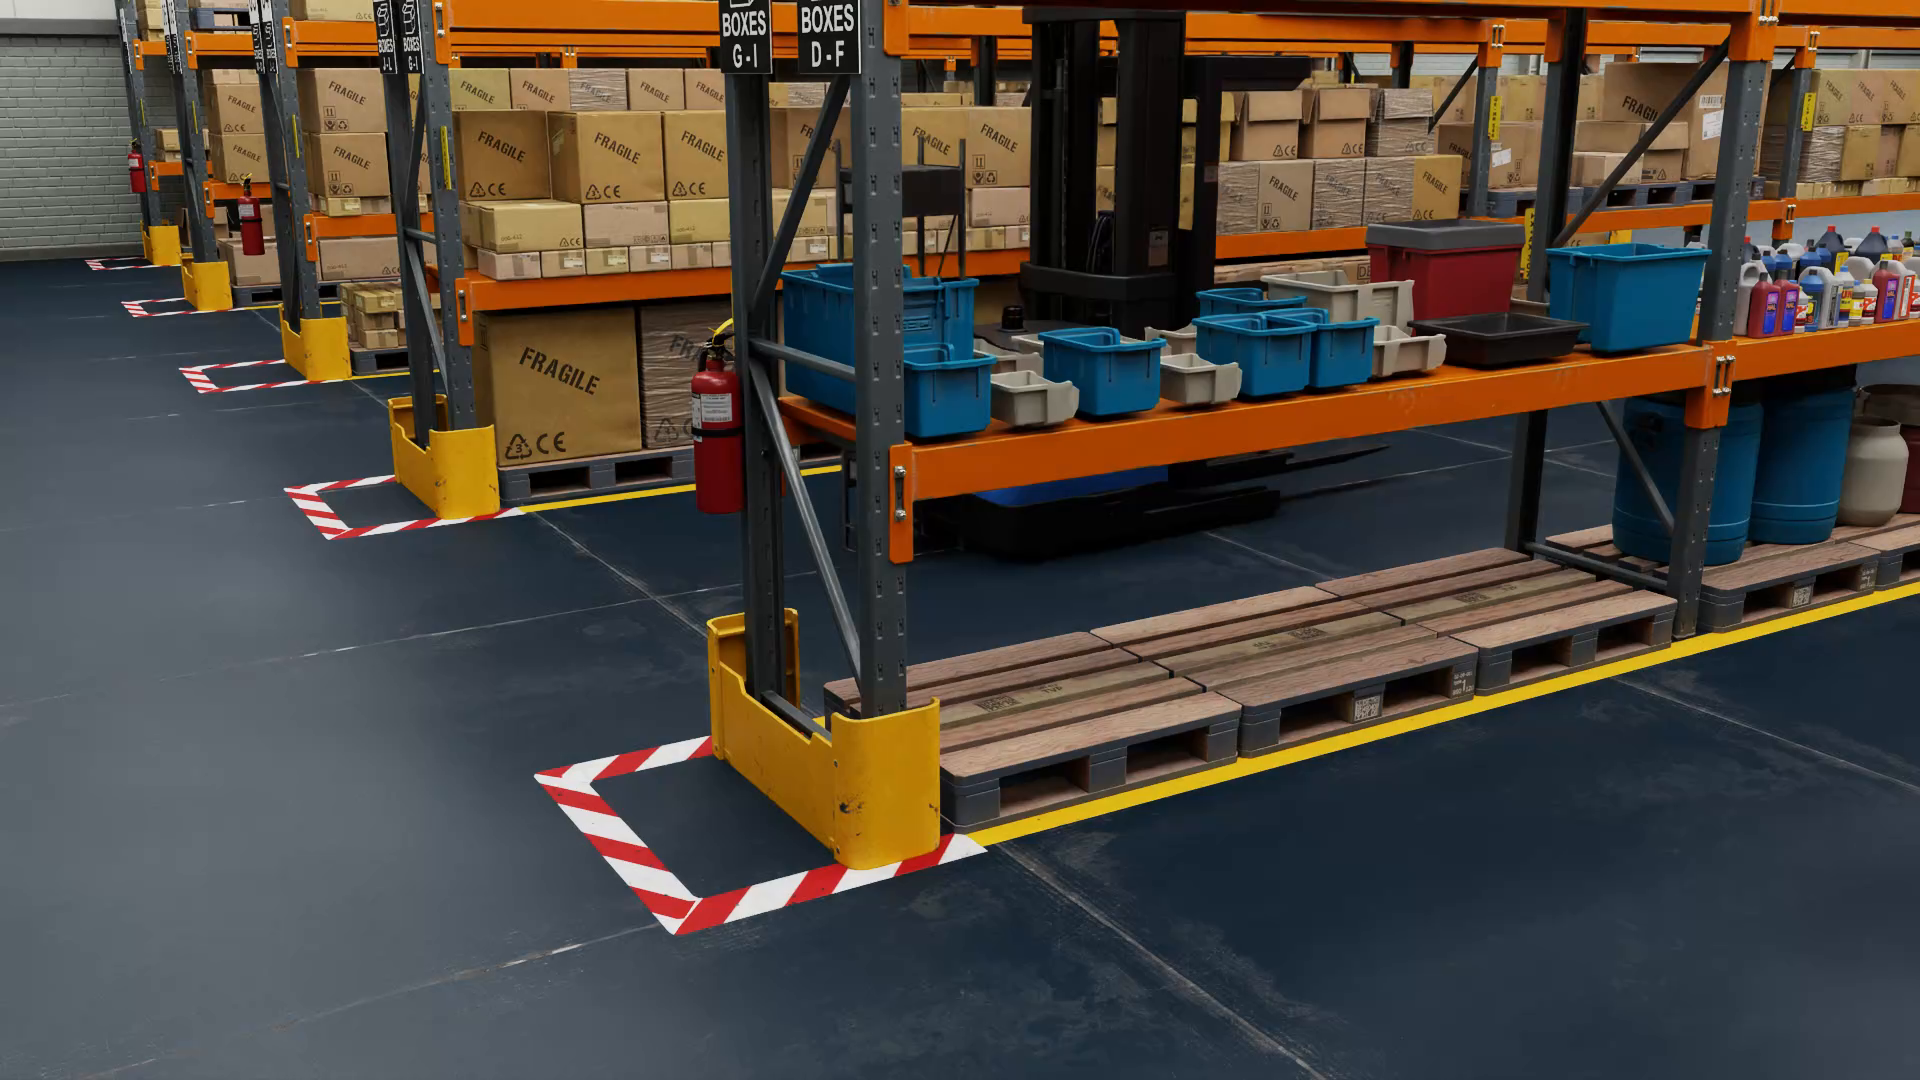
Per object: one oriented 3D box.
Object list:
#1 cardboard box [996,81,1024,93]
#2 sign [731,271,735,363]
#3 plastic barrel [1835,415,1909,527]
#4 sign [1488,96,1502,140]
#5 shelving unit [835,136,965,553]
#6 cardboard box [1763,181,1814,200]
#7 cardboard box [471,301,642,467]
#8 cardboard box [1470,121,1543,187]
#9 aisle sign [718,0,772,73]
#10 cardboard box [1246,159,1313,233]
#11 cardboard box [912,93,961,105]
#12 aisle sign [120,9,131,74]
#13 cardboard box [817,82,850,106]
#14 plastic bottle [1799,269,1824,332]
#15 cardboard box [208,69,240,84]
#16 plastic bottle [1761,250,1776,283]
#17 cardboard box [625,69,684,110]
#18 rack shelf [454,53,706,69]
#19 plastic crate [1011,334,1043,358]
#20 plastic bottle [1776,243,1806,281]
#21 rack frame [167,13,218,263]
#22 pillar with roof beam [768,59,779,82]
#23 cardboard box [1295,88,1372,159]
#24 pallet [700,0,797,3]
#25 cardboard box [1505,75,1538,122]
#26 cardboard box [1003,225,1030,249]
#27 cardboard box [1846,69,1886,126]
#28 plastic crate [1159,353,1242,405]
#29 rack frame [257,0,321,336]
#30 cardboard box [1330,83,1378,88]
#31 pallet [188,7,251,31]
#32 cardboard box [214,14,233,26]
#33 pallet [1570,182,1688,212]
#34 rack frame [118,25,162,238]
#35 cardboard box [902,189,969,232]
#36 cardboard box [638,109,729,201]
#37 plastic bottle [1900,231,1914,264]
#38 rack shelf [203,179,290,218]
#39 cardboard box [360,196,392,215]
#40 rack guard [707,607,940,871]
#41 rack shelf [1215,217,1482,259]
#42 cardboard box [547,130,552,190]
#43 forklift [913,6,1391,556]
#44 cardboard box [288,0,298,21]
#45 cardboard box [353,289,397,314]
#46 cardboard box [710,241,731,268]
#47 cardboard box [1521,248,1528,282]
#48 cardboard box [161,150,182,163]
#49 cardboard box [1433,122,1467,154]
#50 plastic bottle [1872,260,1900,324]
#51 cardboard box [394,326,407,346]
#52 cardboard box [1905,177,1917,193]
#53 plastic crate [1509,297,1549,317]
[{"bbox_3d":[0.694,-6.221,22.830,0.250,0.149,0.380,-8,18,-27],"label":"cardboard box"},{"bbox_3d":[-0.772,-0.771,5.799,0.005,0.325,0.100,-9,18,-30],"label":"sign"},{"bbox_3d":[4.566,-0.355,8.451,0.421,0.512,0.421,0,16,0],"label":"plastic barrel"},{"bbox_3d":[4.121,-3.254,12.817,0.005,0.325,0.100,-9,18,-30],"label":"sign"},{"bbox_3d":[-0.295,-0.955,8.426,0.503,2.100,0.431,-11,19,-33],"label":"shelving unit"},{"bbox_3d":[7.600,-3.220,15.306,0.250,0.149,0.380,-9,18,-30],"label":"cardboard box"},{"bbox_3d":[-2.518,-0.999,10.076,0.875,0.875,0.875,-9,18,-30],"label":"cardboard box"},{"bbox_3d":[4.701,-3.260,14.020,0.500,0.500,0.700,-6,17,-22],"label":"cardboard box"},{"bbox_3d":[-0.687,-1.876,5.230,0.004,0.787,0.394,-9,18,-30],"label":"aisle sign"},{"bbox_3d":[2.226,-2.536,12.213,0.500,0.500,0.500,-9,18,-29],"label":"cardboard box"},{"bbox_3d":[-0.324,-5.594,21.796,0.500,0.500,0.500,-8,18,-27],"label":"cardboard box"},{"bbox_3d":[-10.596,-6.328,21.110,0.004,0.787,0.394,-9,18,-30],"label":"aisle sign"},{"bbox_3d":[-1.580,-5.515,20.989,0.500,0.500,0.500,-10,18,-31],"label":"cardboard box"},{"bbox_3d":[3.775,-1.066,7.392,0.097,0.271,0.097,0,16,0],"label":"plastic bottle"},{"bbox_3d":[-7.682,-4.833,17.354,0.250,0.149,0.380,-9,18,-29],"label":"cardboard box"},{"bbox_3d":[3.951,-1.285,8.176,0.097,0.271,0.097,0,16,0],"label":"plastic bottle"},{"bbox_3d":[-2.768,-3.902,14.685,0.500,0.500,0.500,-10,18,-31],"label":"cardboard box"},{"bbox_3d":[-5.545,-7.086,24.405,4.000,0.370,1.077,-9,18,-30],"label":"rack shelf"},{"bbox_3d":[0.387,-0.661,6.088,0.243,0.136,0.396,-9,18,-30],"label":"plastic crate"},{"bbox_3d":[4.185,-1.365,8.450,0.135,0.276,0.152,-9,18,-30],"label":"plastic bottle"},{"bbox_3d":[-8.129,-4.006,17.642,0.127,3.000,1.000,-9,18,-30],"label":"rack frame"},{"bbox_3d":[-0.961,-8.548,22.732,0.400,9.000,9.100,-9,18,-30],"label":"pillar with roof beam"},{"bbox_3d":[2.637,-3.168,12.611,0.637,0.503,0.797,-9,18,-28],"label":"cardboard box"},{"bbox_3d":[-1.348,-3.391,10.055,1.213,0.211,1.003,-9,18,-30],"label":"pallet"},{"bbox_3d":[6.523,-5.400,20.338,0.500,0.550,0.875,-9,18,-30],"label":"cardboard box"},{"bbox_3d":[0.311,-2.030,11.059,0.250,0.149,0.380,-9,18,-29],"label":"cardboard box"},{"bbox_3d":[8.205,-4.127,15.487,0.500,0.500,0.500,-9,18,-30],"label":"cardboard box"},{"bbox_3d":[0.806,-0.547,5.680,0.298,0.136,0.250,-9,18,-30],"label":"plastic crate"},{"bbox_3d":[-5.493,-2.874,13.607,0.127,3.000,1.000,-9,18,-30],"label":"rack frame"},{"bbox_3d":[4.371,-5.002,19.158,0.500,0.500,0.700,-10,18,-31],"label":"cardboard box"},{"bbox_3d":[-7.499,-5.513,17.626,1.213,0.211,1.003,-9,18,-30],"label":"pallet"},{"bbox_3d":[-9.742,-6.743,21.576,0.500,0.250,0.500,-9,18,-29],"label":"cardboard box"},{"bbox_3d":[5.508,-3.017,14.471,1.213,0.211,1.003,-9,18,-30],"label":"pallet"},{"bbox_3d":[-10.689,-5.154,21.737,0.127,3.000,1.000,-9,18,-30],"label":"rack frame"},{"bbox_3d":[-0.282,-2.145,10.732,0.500,0.250,0.500,-9,18,-28],"label":"cardboard box"},{"bbox_3d":[-1.605,-2.292,9.867,0.500,0.500,0.500,-10,18,-31],"label":"cardboard box"},{"bbox_3d":[5.113,-1.533,9.037,0.133,0.283,0.061,-9,18,-30],"label":"plastic bottle"},{"bbox_3d":[-6.415,-3.937,18.731,4.000,0.370,1.077,-9,18,-30],"label":"rack shelf"},{"bbox_3d":[-4.850,-2.768,13.691,0.250,0.149,0.380,-8,18,-28],"label":"cardboard box"},{"bbox_3d":[-0.488,0.643,5.690,0.348,0.500,1.175,-9,18,-30],"label":"rack guard"},{"bbox_3d":[2.118,-2.201,12.535,4.000,0.370,1.077,-9,18,-30],"label":"rack shelf"},{"bbox_3d":[-3.660,-3.282,14.325,0.500,0.500,0.500,-10,18,-31],"label":"cardboard box"},{"bbox_3d":[1.195,-1.615,9.243,3.031,2.935,1.130,-11,19,-33],"label":"forklift"},{"bbox_3d":[-5.240,-4.371,13.666,0.500,0.250,0.500,-10,18,-31],"label":"cardboard box"},{"bbox_3d":[-4.869,-1.985,13.834,0.250,0.149,0.380,-10,19,-32],"label":"cardboard box"},{"bbox_3d":[-1.450,-1.744,10.040,0.250,0.149,0.380,-9,18,-30],"label":"cardboard box"},{"bbox_3d":[4.840,-2.370,14.235,0.500,0.250,0.500,-7,17,-23],"label":"cardboard box"},{"bbox_3d":[-10.266,-5.015,21.708,0.250,0.149,0.380,-9,18,-30],"label":"cardboard box"},{"bbox_3d":[5.563,-4.751,20.022,0.550,0.550,0.875,-9,18,-30],"label":"cardboard box"},{"bbox_3d":[4.249,-1.142,7.644,0.133,0.283,0.061,-9,18,-30],"label":"plastic bottle"},{"bbox_3d":[-4.697,-1.758,14.128,0.250,0.149,0.380,-9,18,-30],"label":"cardboard box"},{"bbox_3d":[9.070,-3.477,16.222,0.250,0.149,0.380,-9,18,-30],"label":"cardboard box"},{"bbox_3d":[2.482,-0.993,7.273,0.243,0.136,0.396,-9,18,-30],"label":"plastic crate"}]
